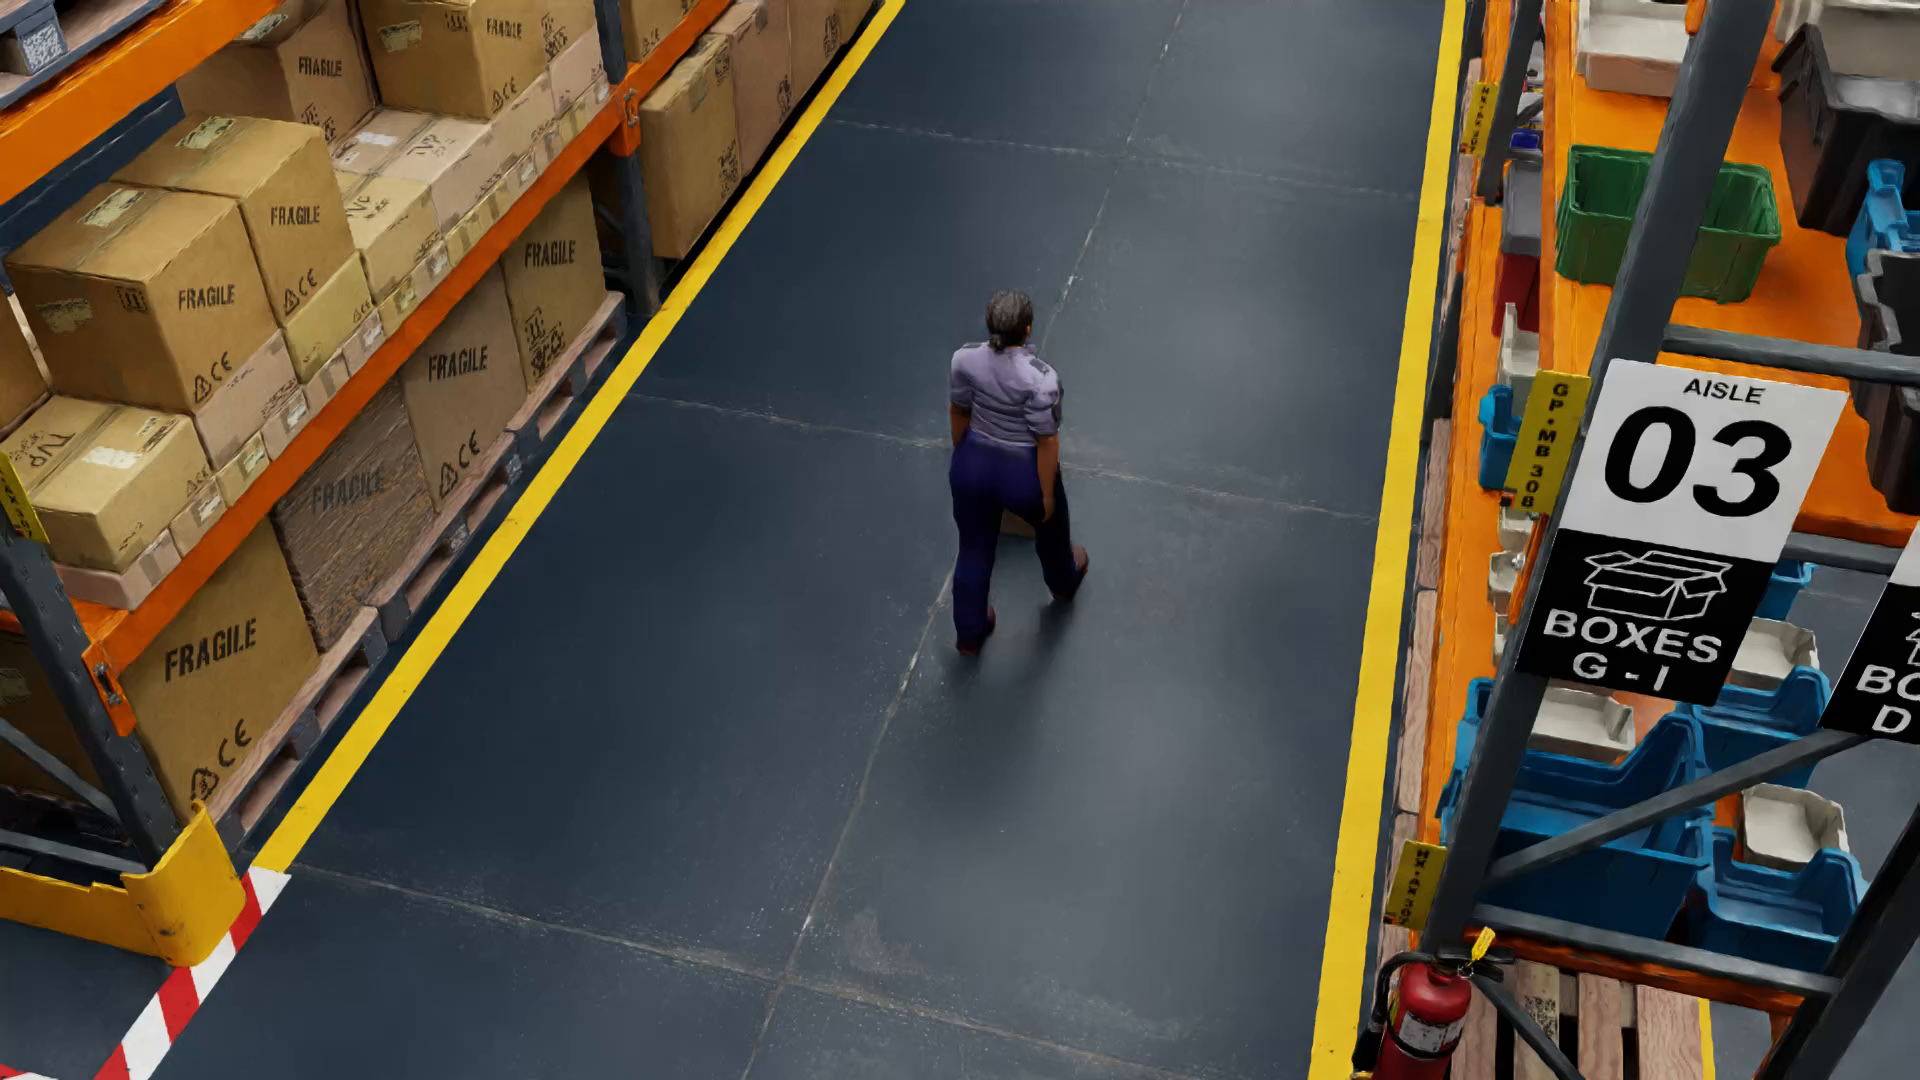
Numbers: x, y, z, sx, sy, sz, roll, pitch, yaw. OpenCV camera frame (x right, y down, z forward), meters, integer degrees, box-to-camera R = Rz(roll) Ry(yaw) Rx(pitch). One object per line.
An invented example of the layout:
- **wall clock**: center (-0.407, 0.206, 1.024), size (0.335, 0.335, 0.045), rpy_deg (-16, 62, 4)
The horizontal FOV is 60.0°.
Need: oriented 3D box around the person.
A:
- **person**: center (0.222, -0.338, 6.549), size (0.478, 1.634, 0.751), rpy_deg (15, 44, 17)
